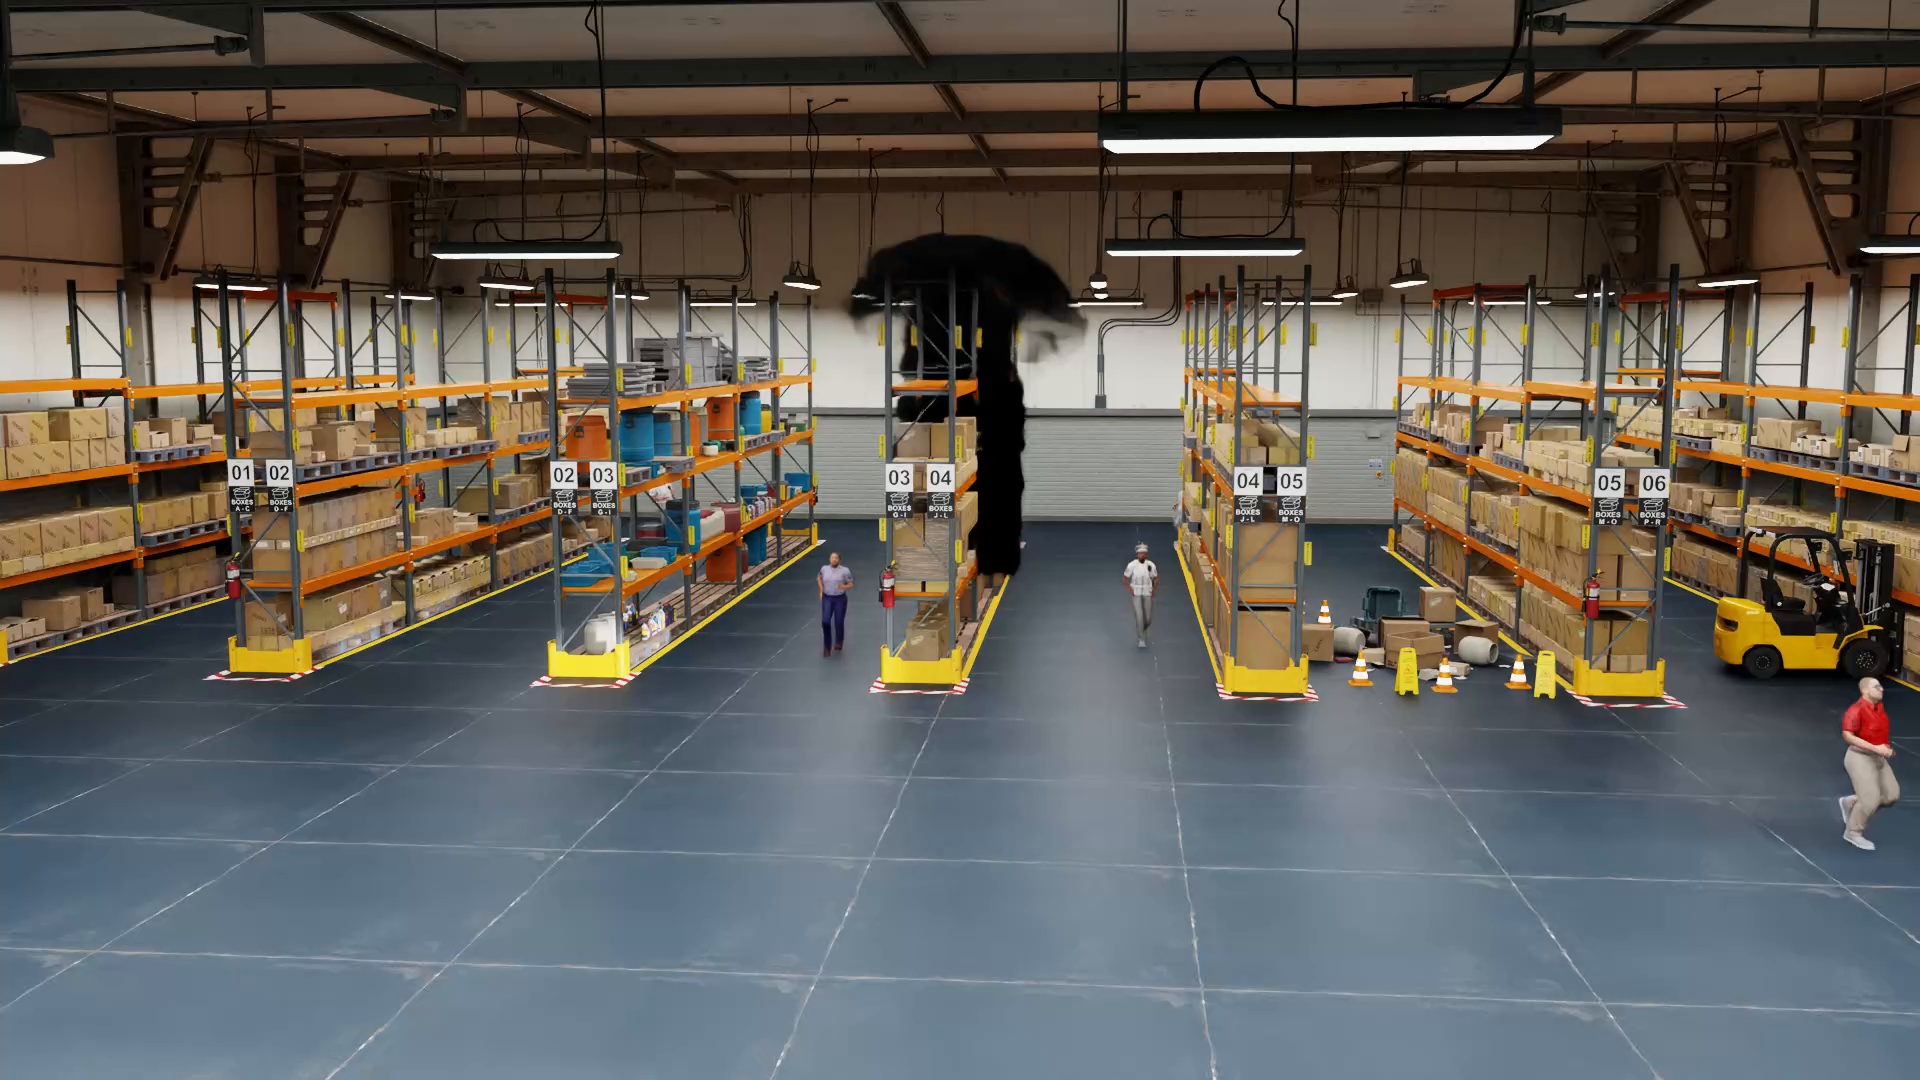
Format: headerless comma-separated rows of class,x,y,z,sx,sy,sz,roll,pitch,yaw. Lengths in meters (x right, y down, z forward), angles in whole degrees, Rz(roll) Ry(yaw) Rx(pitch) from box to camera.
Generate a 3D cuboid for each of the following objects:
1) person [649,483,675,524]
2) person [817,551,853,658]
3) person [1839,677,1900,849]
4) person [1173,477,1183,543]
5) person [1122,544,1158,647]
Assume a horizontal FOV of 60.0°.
person,-7.269,-0.782,40.619,0.679,1.800,0.899,-3,8,-26
person,-1.976,1.016,26.284,0.584,1.710,0.752,0,7,0
person,8.959,2.186,16.402,0.705,1.693,0.611,-5,8,-34
person,5.500,-0.745,40.493,0.554,1.712,0.753,-1,7,-12
person,2.945,0.887,27.140,0.587,1.672,0.601,0,7,-1
